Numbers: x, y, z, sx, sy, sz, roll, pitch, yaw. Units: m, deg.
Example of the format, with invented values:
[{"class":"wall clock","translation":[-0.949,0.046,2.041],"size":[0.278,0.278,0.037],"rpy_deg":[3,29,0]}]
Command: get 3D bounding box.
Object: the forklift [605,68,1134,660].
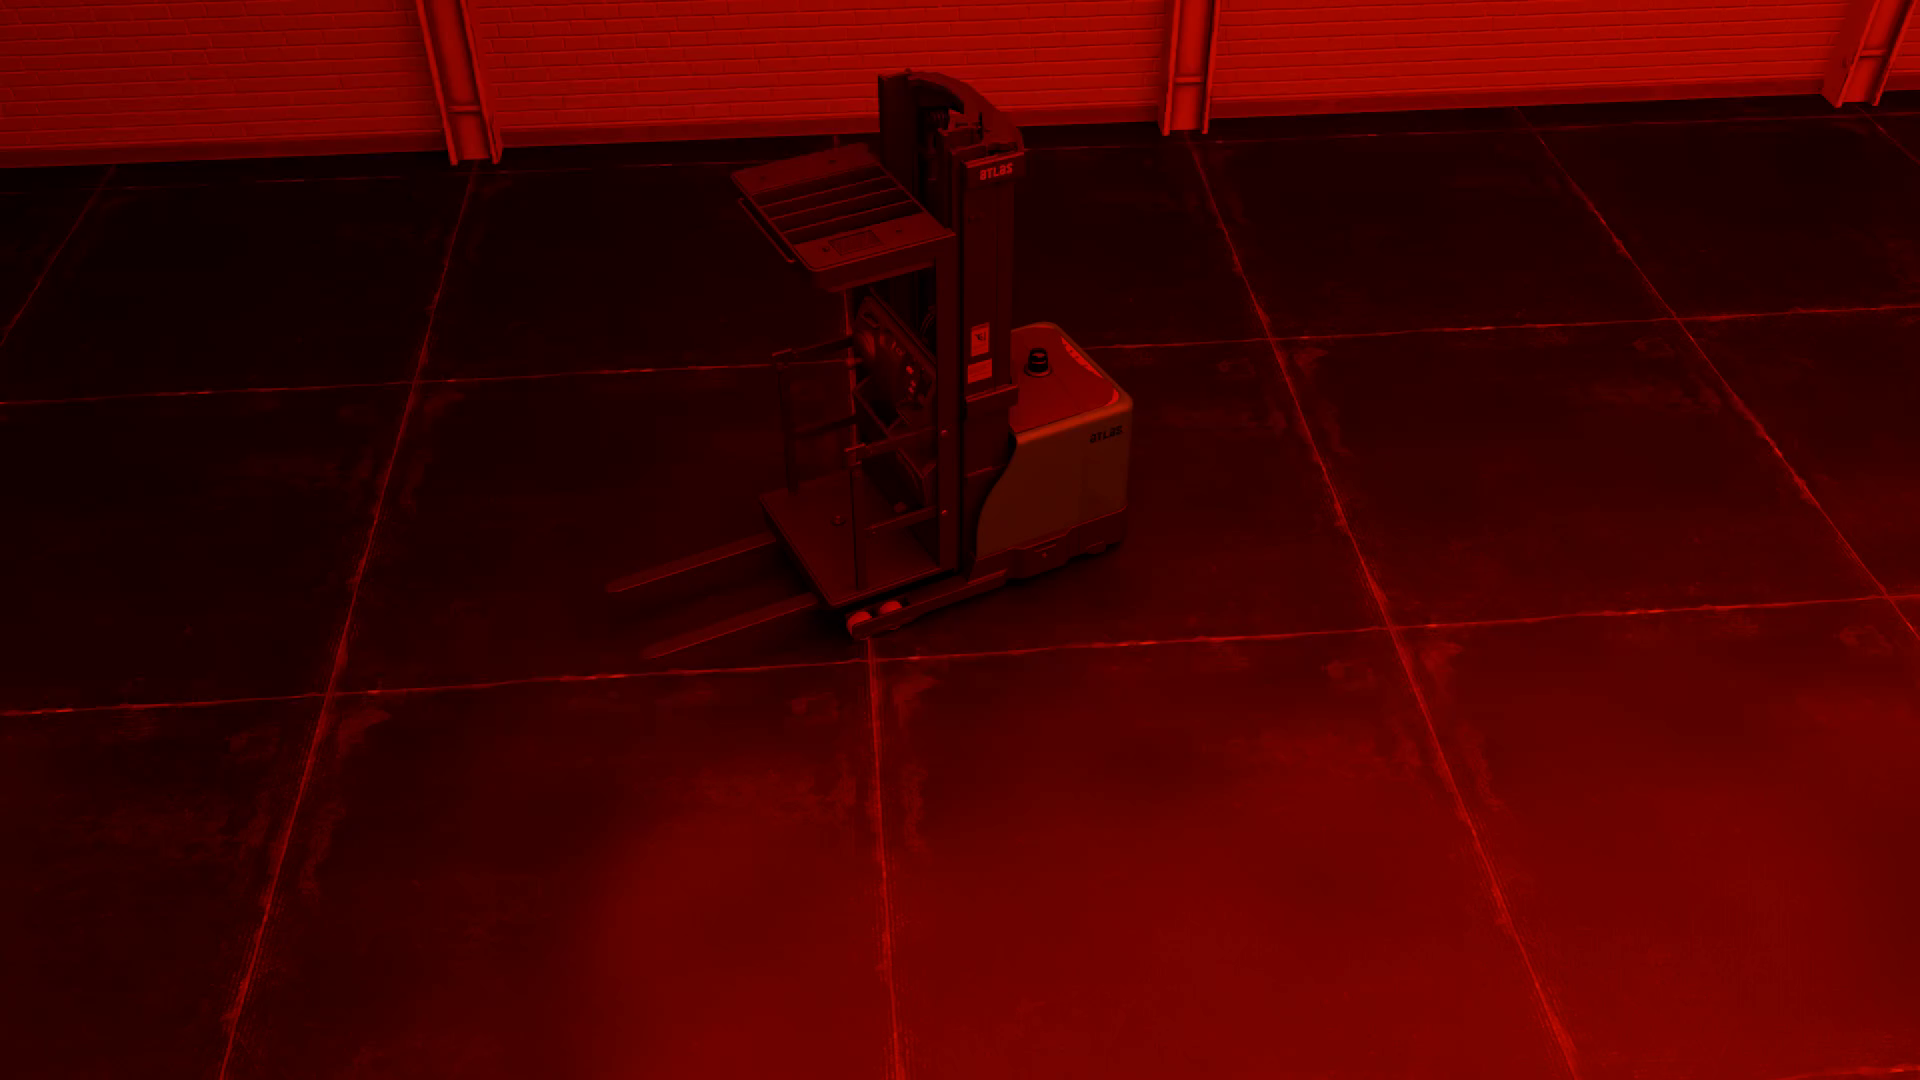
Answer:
[{"class":"forklift","translation":[-0.541,-0.933,9.029],"size":[3.031,2.935,1.130],"rpy_deg":[-18,44,-20]}]
